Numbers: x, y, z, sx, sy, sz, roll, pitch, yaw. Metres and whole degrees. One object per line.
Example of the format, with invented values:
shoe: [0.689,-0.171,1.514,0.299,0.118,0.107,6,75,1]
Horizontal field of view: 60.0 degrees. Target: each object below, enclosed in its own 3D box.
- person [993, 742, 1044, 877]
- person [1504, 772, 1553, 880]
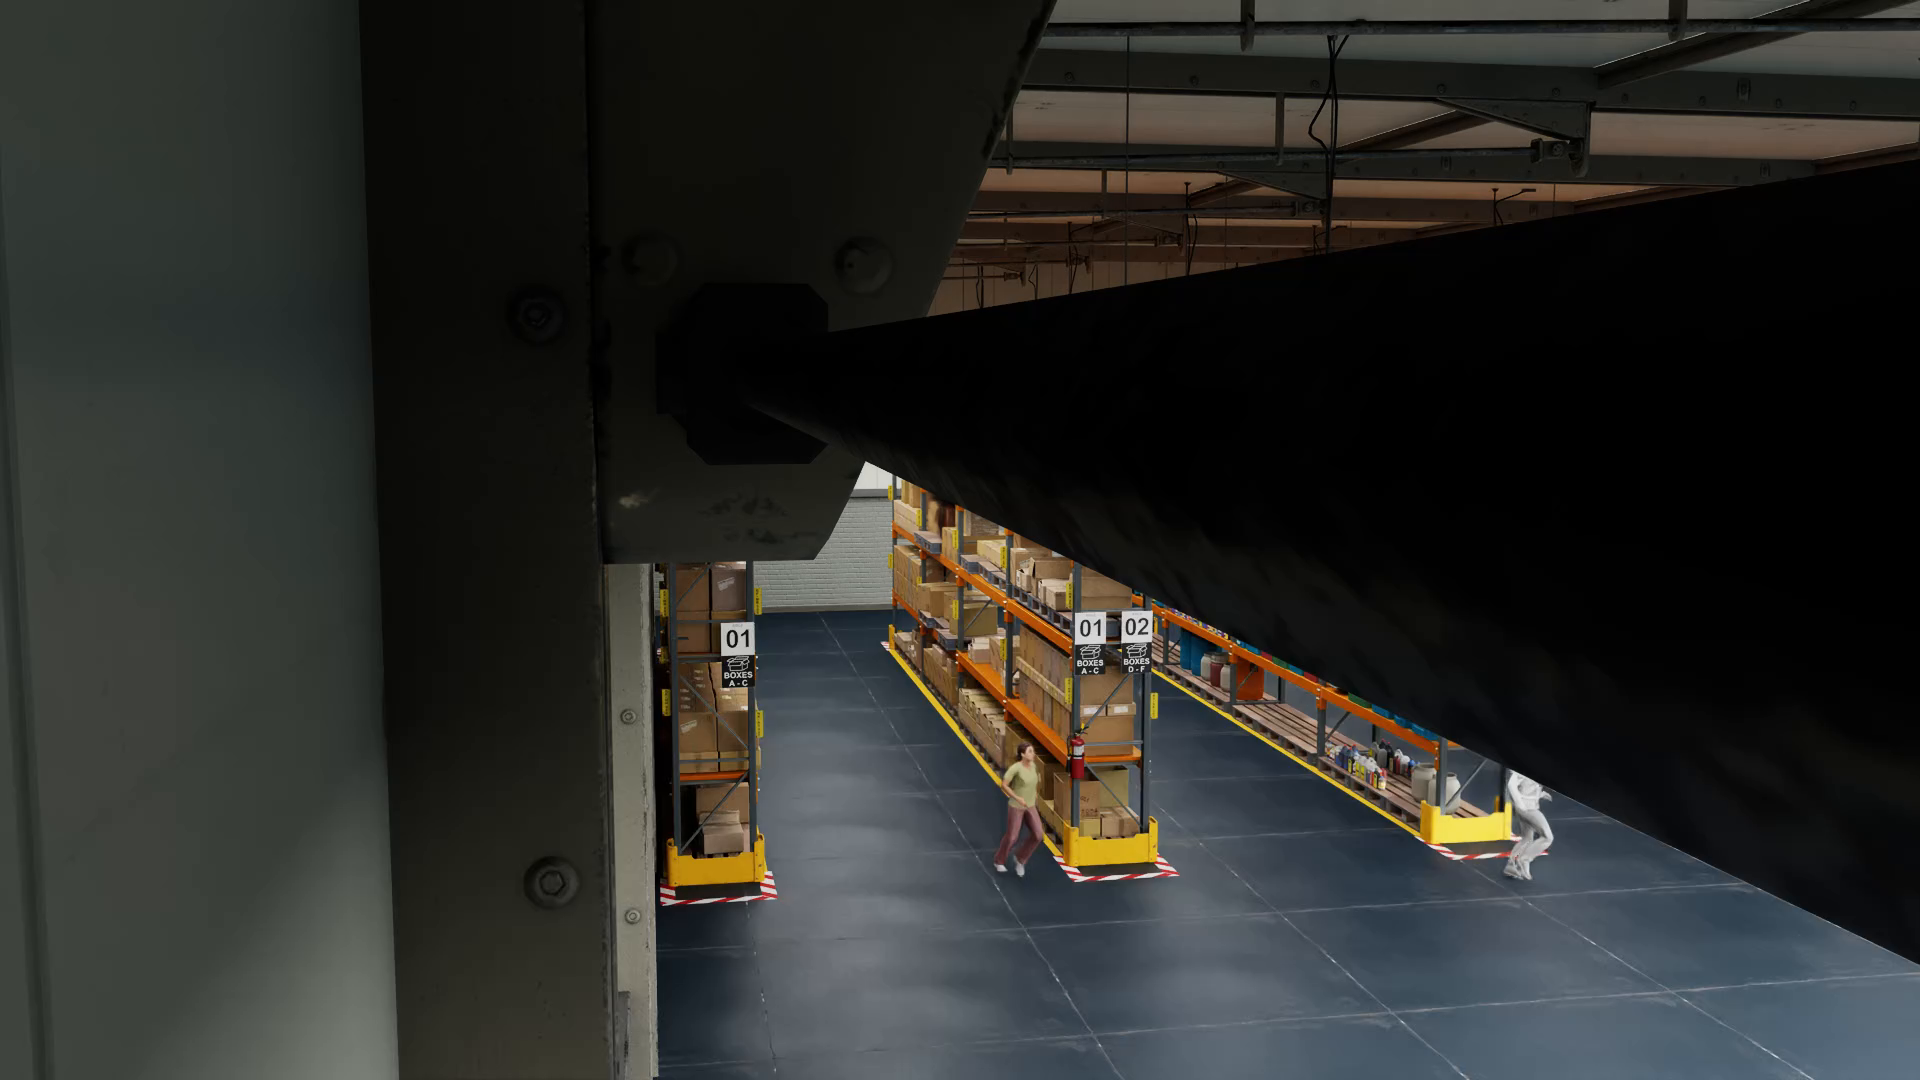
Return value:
person: [0.788,3.309,20.529,0.637,1.630,0.642,-4,8,-35]
person: [6.981,3.302,20.379,0.559,1.660,0.629,2,6,16]
